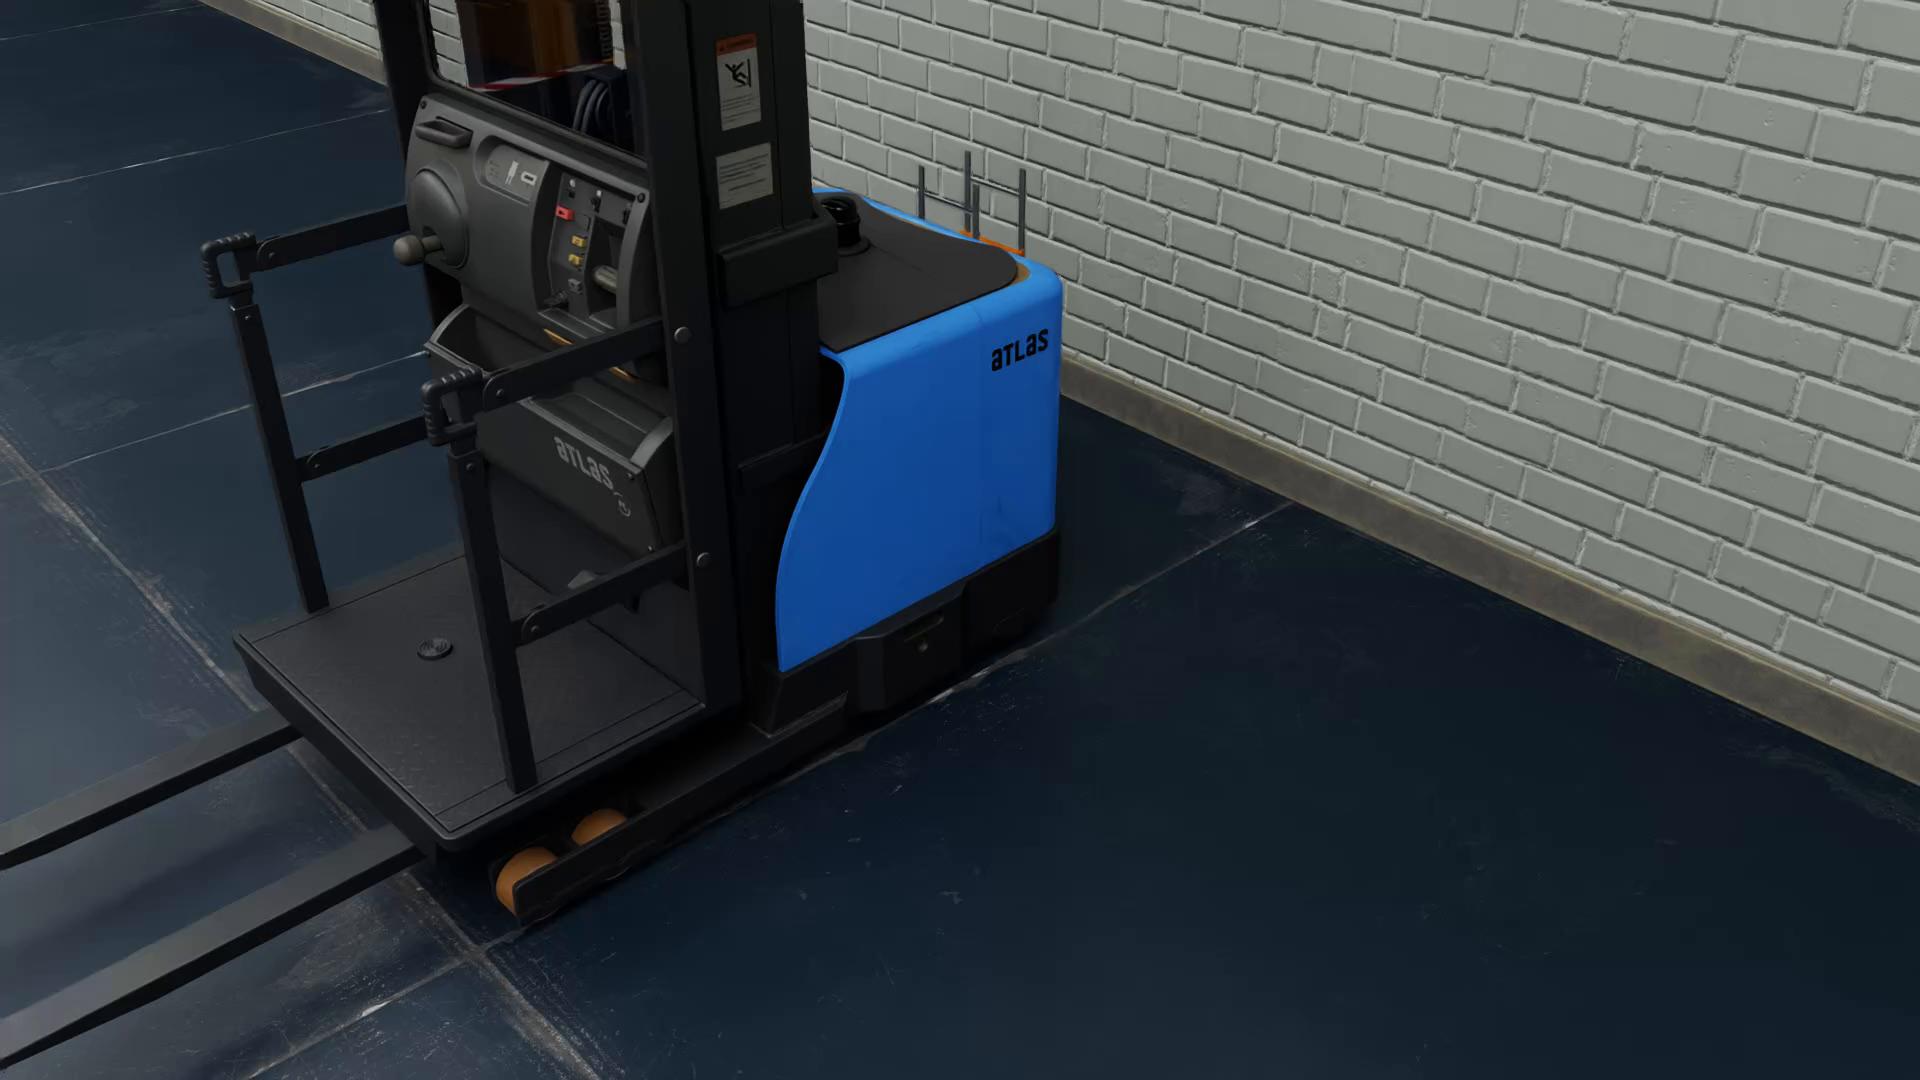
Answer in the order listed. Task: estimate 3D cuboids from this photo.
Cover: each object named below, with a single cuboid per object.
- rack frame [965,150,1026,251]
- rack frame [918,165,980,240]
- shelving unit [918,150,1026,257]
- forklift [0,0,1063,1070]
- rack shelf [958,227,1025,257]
[{"bbox_3d":[0.099,-0.564,5.022,0.006,1.200,0.240,-27,40,-37],"label":"rack frame"},{"bbox_3d":[-0.032,-0.497,4.913,0.006,1.200,0.240,-27,40,-37],"label":"rack frame"},{"bbox_3d":[0.033,-0.531,4.968,0.189,1.200,0.258,-27,40,-37],"label":"shelving unit"},{"bbox_3d":[-1.120,-0.681,3.555,3.031,2.935,1.130,-27,40,-37],"label":"forklift"},{"bbox_3d":[0.033,-0.800,4.803,0.180,0.103,0.258,-27,40,-37],"label":"rack shelf"}]
